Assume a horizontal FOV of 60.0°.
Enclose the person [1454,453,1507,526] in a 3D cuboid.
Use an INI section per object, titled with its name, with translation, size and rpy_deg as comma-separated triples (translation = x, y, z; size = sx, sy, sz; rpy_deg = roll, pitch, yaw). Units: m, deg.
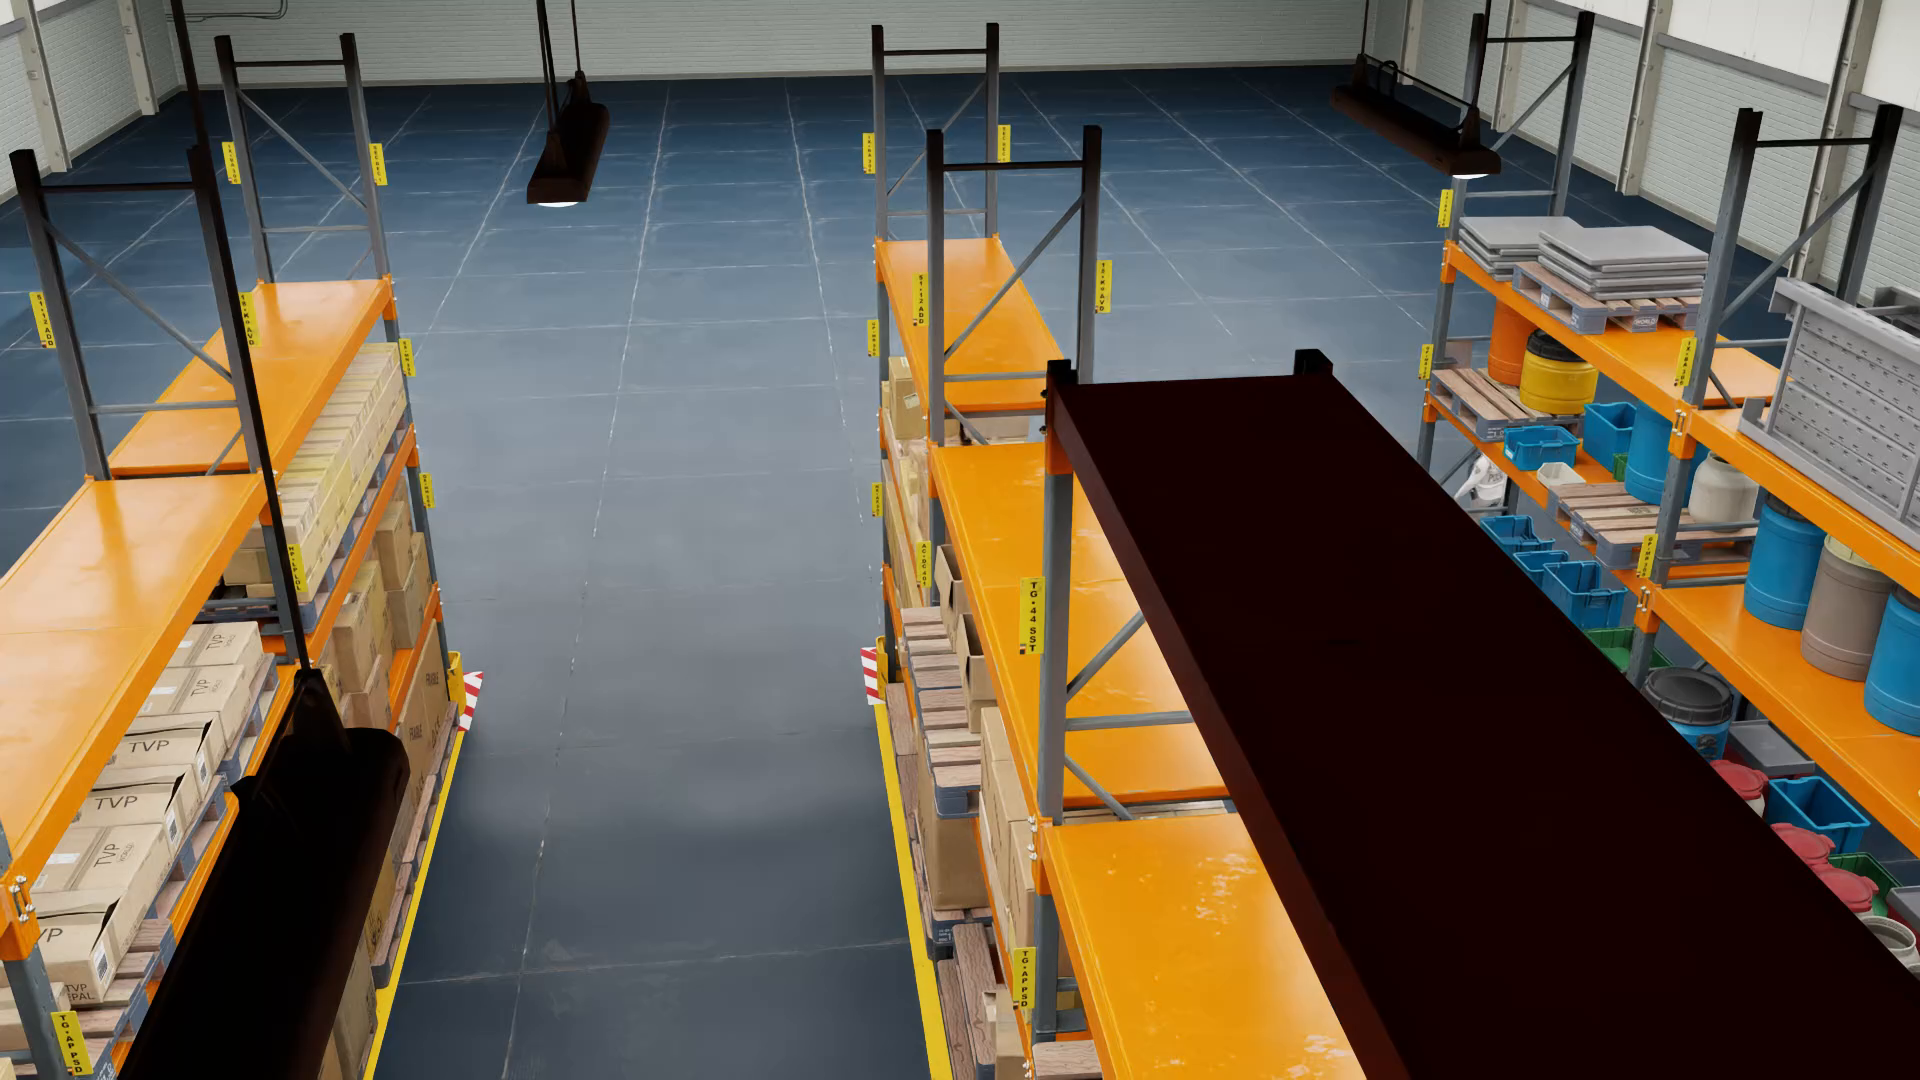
[person]
translation = 5.458, -0.474, 17.622
size = 0.512, 1.676, 0.745
rpy_deg = -17, 30, -31
